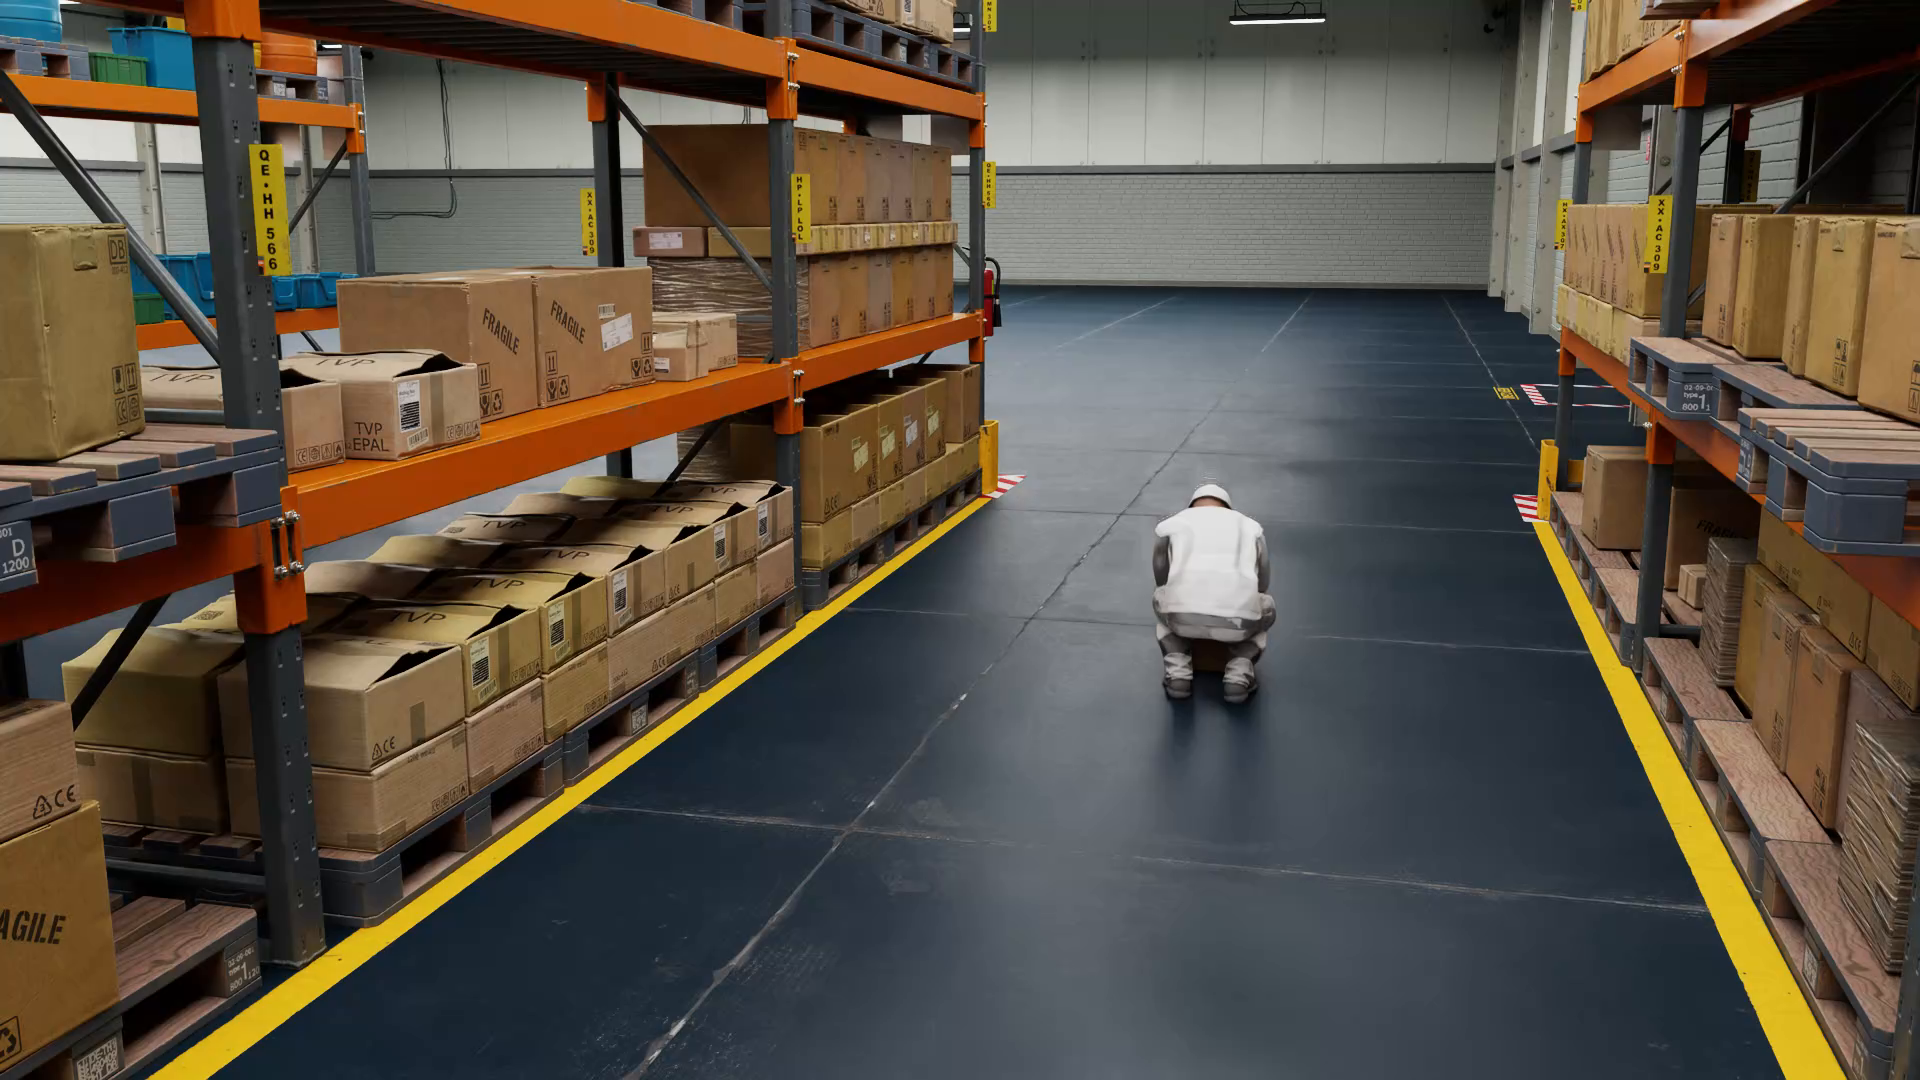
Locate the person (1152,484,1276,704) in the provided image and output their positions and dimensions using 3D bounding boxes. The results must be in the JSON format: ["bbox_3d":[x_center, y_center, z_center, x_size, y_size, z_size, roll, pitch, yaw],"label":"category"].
[{"bbox_3d":[1.094,0.250,7.221,0.553,0.878,0.901,3,12,14],"label":"person"}]
